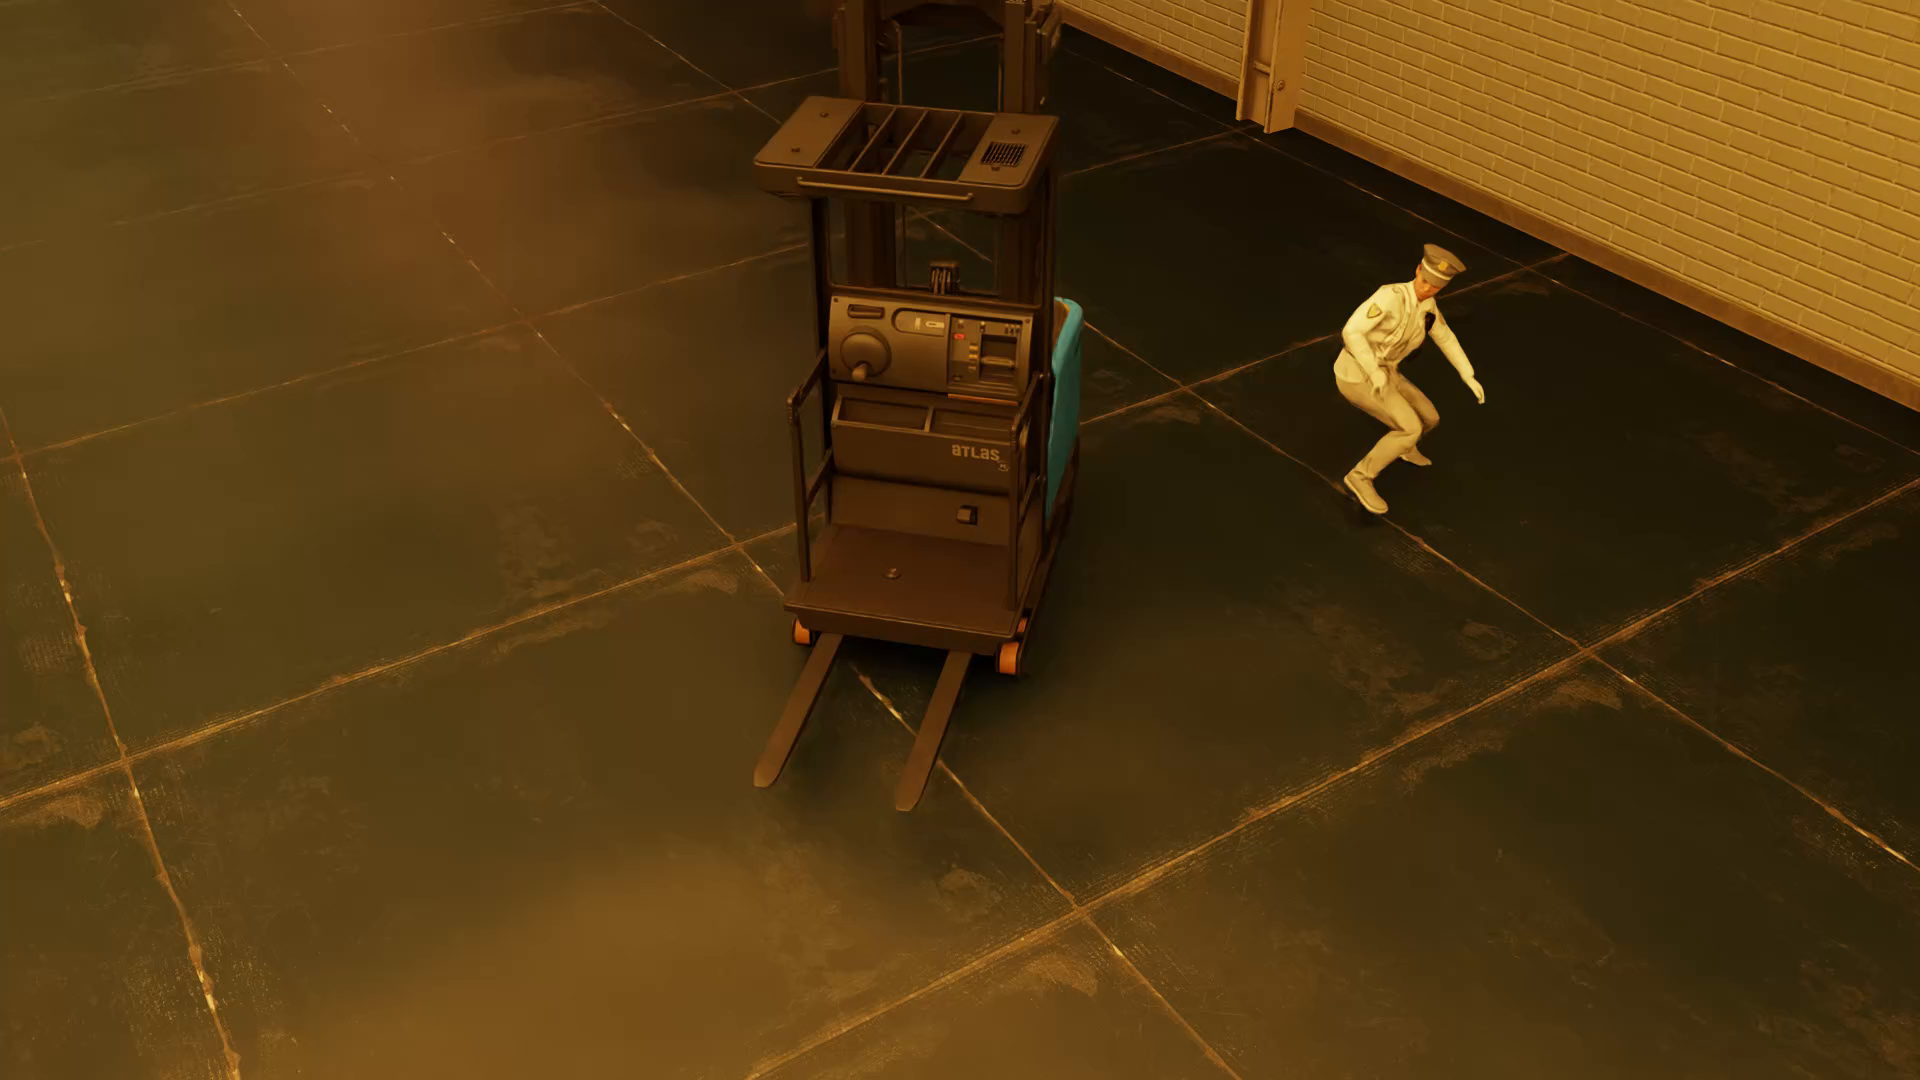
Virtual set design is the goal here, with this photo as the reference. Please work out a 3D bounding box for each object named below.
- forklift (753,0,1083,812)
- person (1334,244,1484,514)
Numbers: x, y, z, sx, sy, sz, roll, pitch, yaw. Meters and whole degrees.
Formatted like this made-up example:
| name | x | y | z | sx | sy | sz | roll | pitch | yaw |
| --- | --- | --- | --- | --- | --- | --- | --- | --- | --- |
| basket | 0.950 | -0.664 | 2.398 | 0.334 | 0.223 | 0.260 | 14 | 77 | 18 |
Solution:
| name | x | y | z | sx | sy | sz | roll | pitch | yaw |
| --- | --- | --- | --- | --- | --- | --- | --- | --- | --- |
| forklift | -0.183 | -0.806 | 7.295 | 1.130 | 2.935 | 3.031 | 8 | 36 | 11 |
| person | 2.336 | -0.859 | 8.726 | 0.653 | 1.468 | 0.839 | 28 | 44 | 33 |
